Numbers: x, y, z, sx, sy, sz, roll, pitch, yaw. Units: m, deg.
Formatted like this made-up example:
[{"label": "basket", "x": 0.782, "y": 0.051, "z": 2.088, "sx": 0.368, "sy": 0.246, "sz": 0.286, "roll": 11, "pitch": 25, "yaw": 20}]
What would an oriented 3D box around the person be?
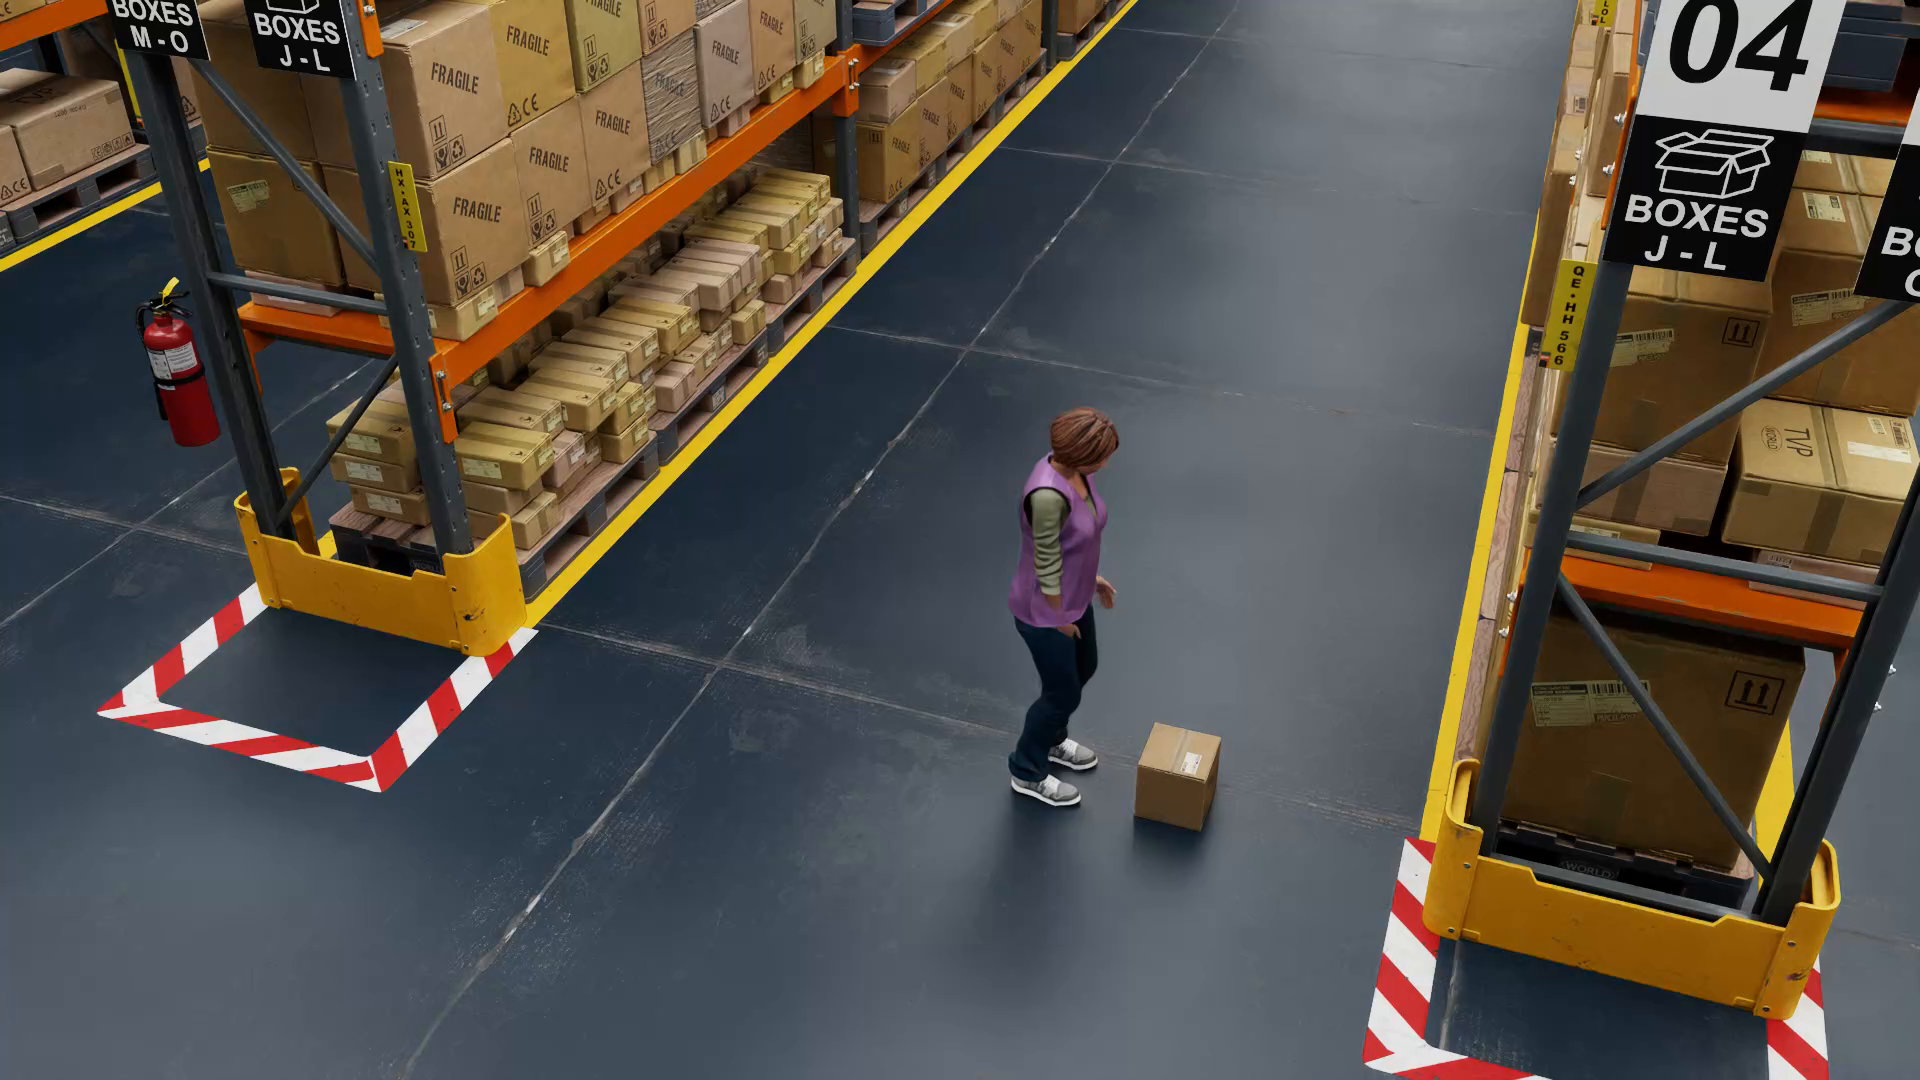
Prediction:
[{"label": "person", "x": 0.355, "y": 0.224, "z": 5.854, "sx": 0.341, "sy": 1.562, "sz": 0.417, "roll": 12, "pitch": 36, "yaw": 17}]
